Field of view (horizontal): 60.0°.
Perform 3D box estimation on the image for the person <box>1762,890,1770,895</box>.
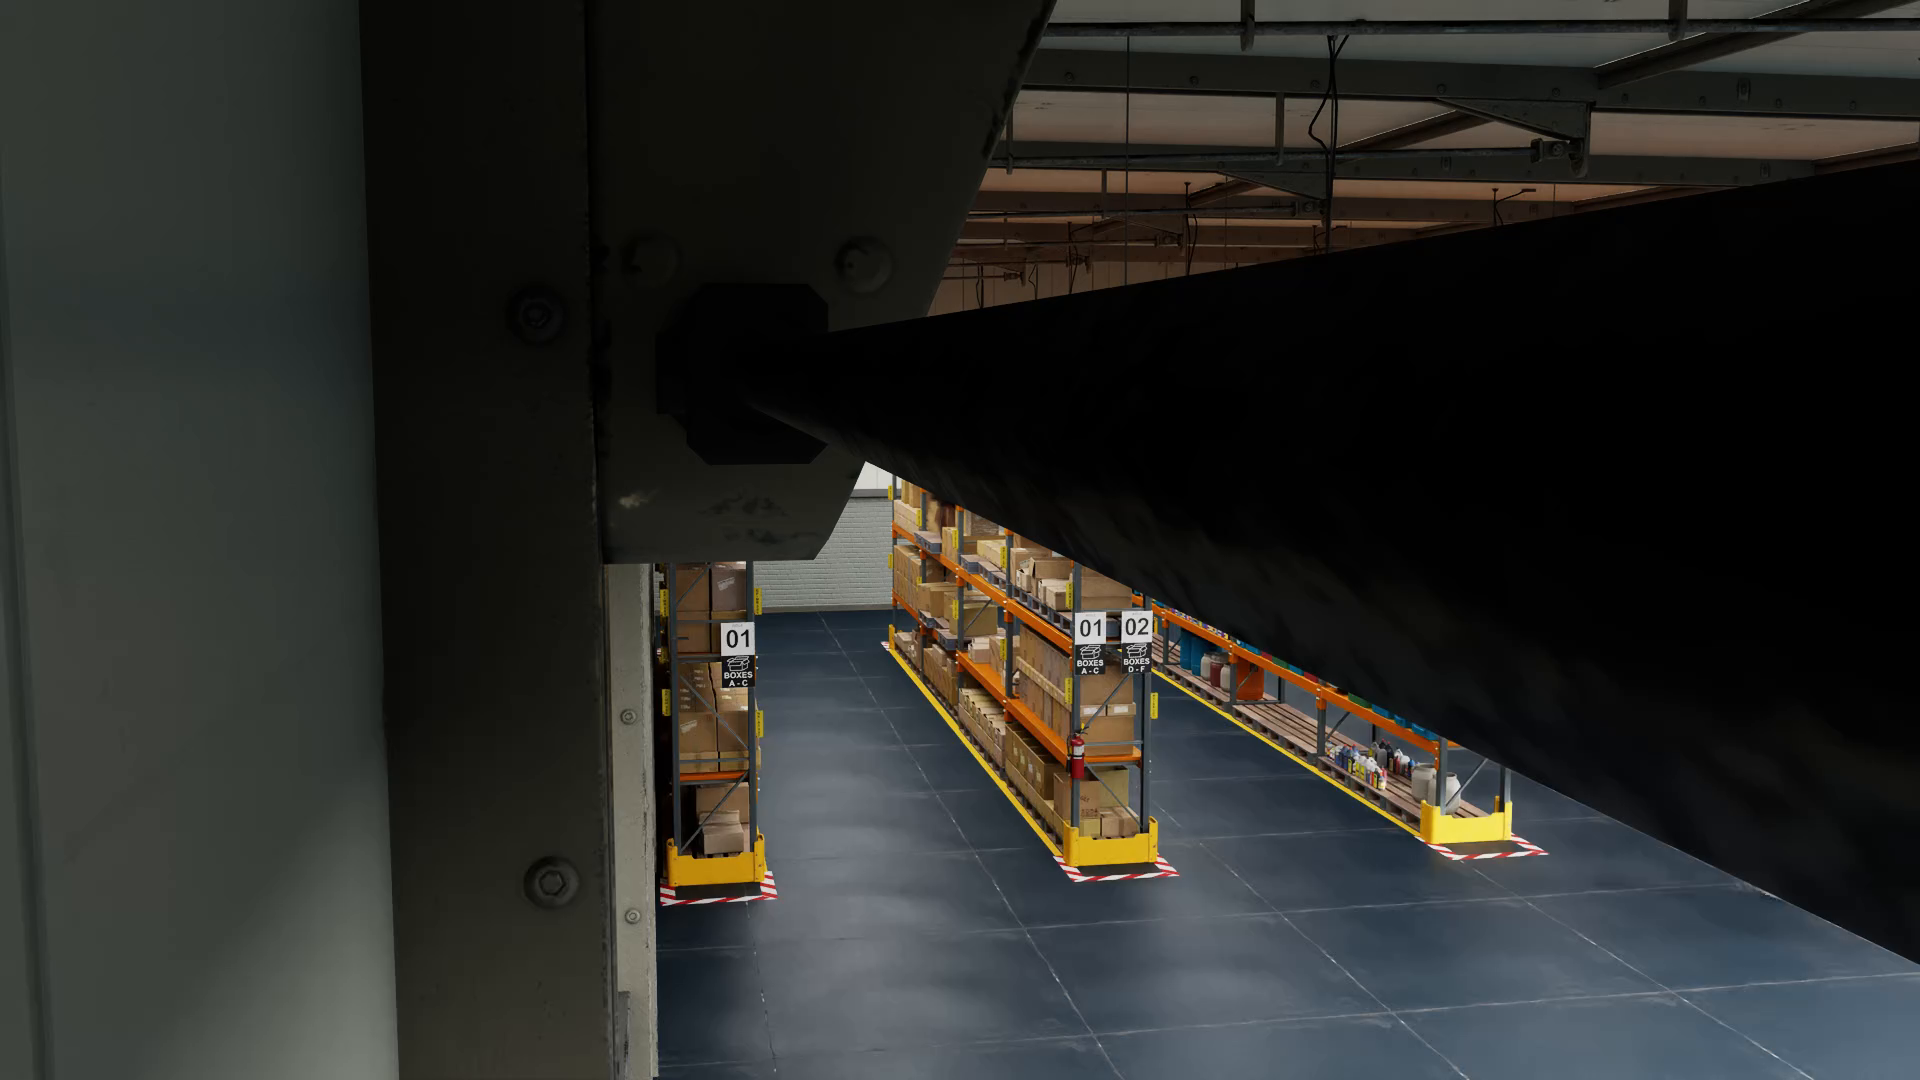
[{"bbox_3d":[9.801,3.363,19.498,0.679,1.766,0.668,2,7,22],"label":"person"}]
